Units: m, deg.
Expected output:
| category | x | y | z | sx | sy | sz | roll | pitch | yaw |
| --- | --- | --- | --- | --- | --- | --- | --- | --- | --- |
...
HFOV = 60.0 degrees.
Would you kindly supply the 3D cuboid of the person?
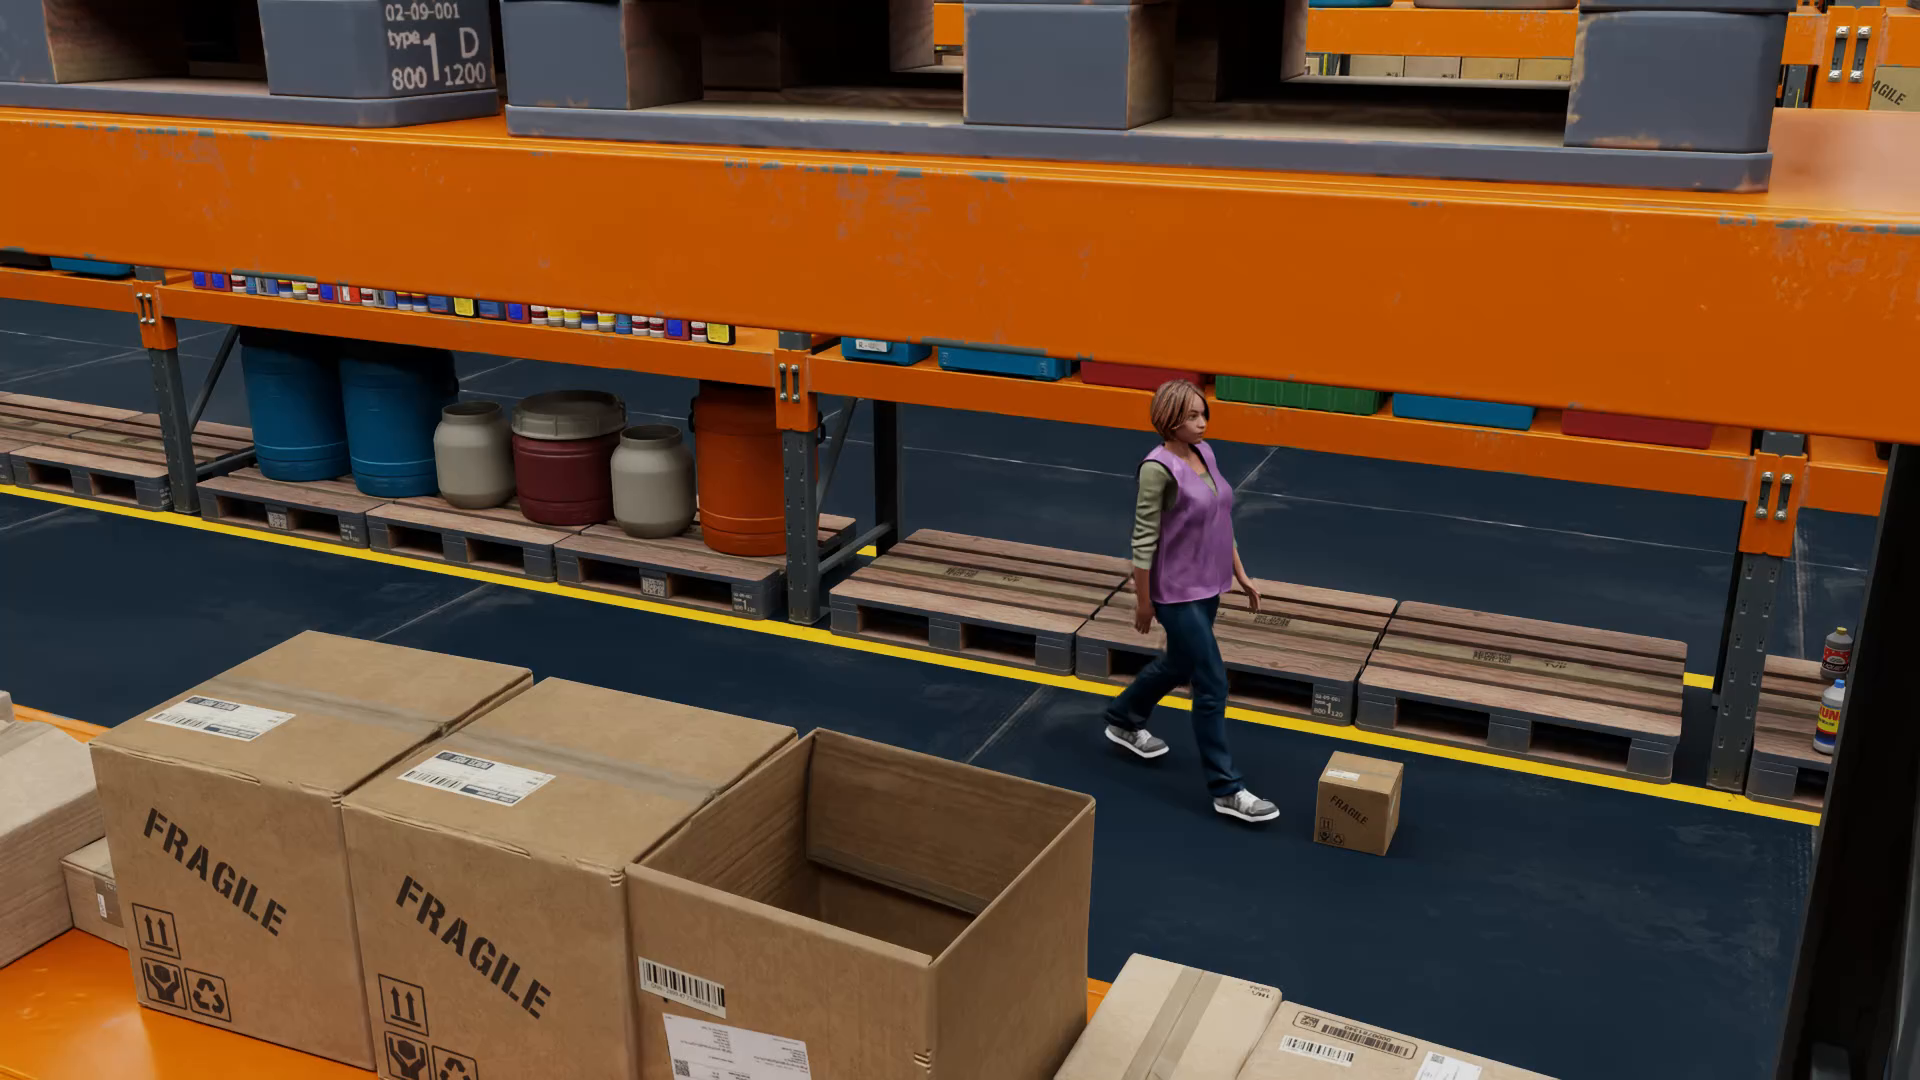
| category | x | y | z | sx | sy | sz | roll | pitch | yaw |
| --- | --- | --- | --- | --- | --- | --- | --- | --- | --- |
| person | 0.869 | 0.186 | 6.034 | 0.846 | 1.554 | 0.418 | 13 | 23 | 33 |
